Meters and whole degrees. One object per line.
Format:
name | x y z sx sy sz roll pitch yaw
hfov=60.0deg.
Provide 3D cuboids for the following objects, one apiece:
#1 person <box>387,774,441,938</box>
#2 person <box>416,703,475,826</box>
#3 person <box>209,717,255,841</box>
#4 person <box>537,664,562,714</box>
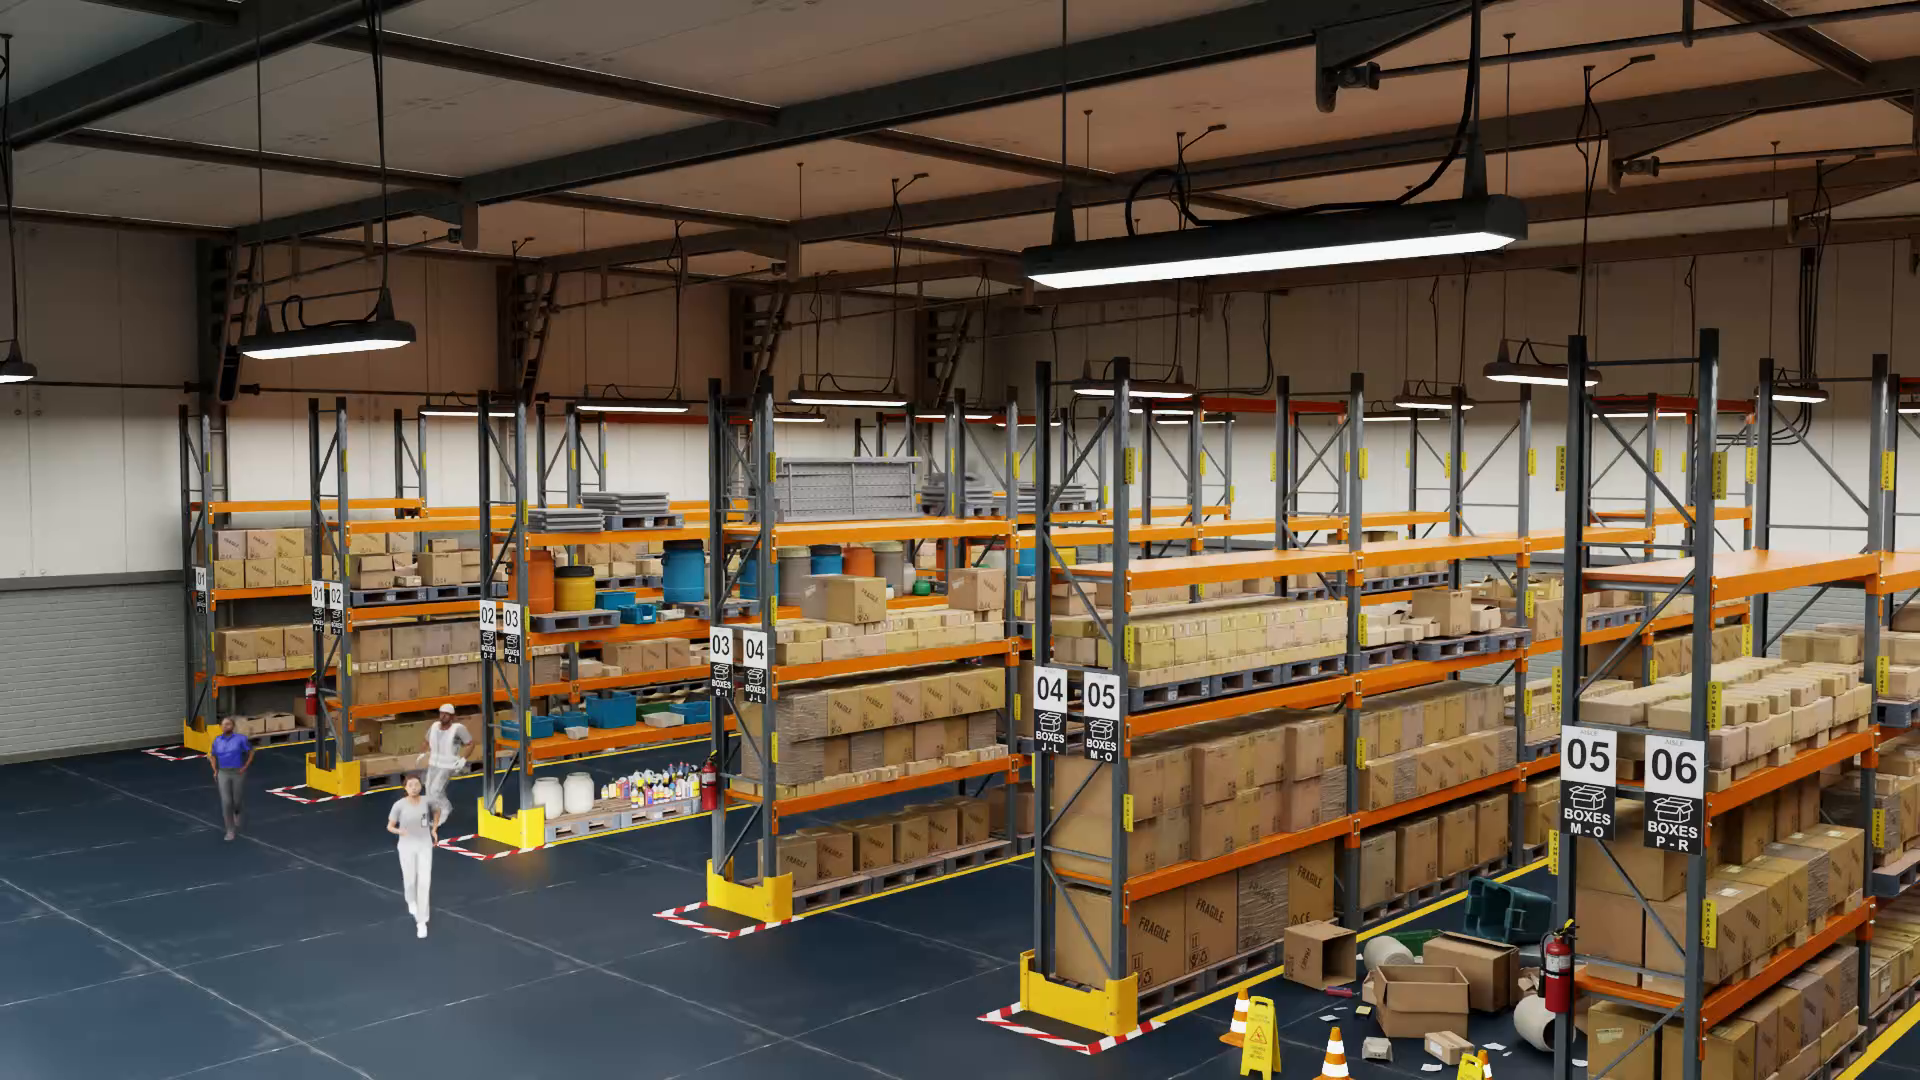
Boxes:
person | -5.910 3.367 18.028 0.566 1.684 0.956 -1 3 -20
person | -7.098 3.099 22.779 0.742 1.723 0.542 1 3 22
person | -9.809 3.191 22.398 0.576 1.625 0.591 -1 3 -14
person | -7.462 2.764 30.269 0.608 1.647 0.759 2 3 29
